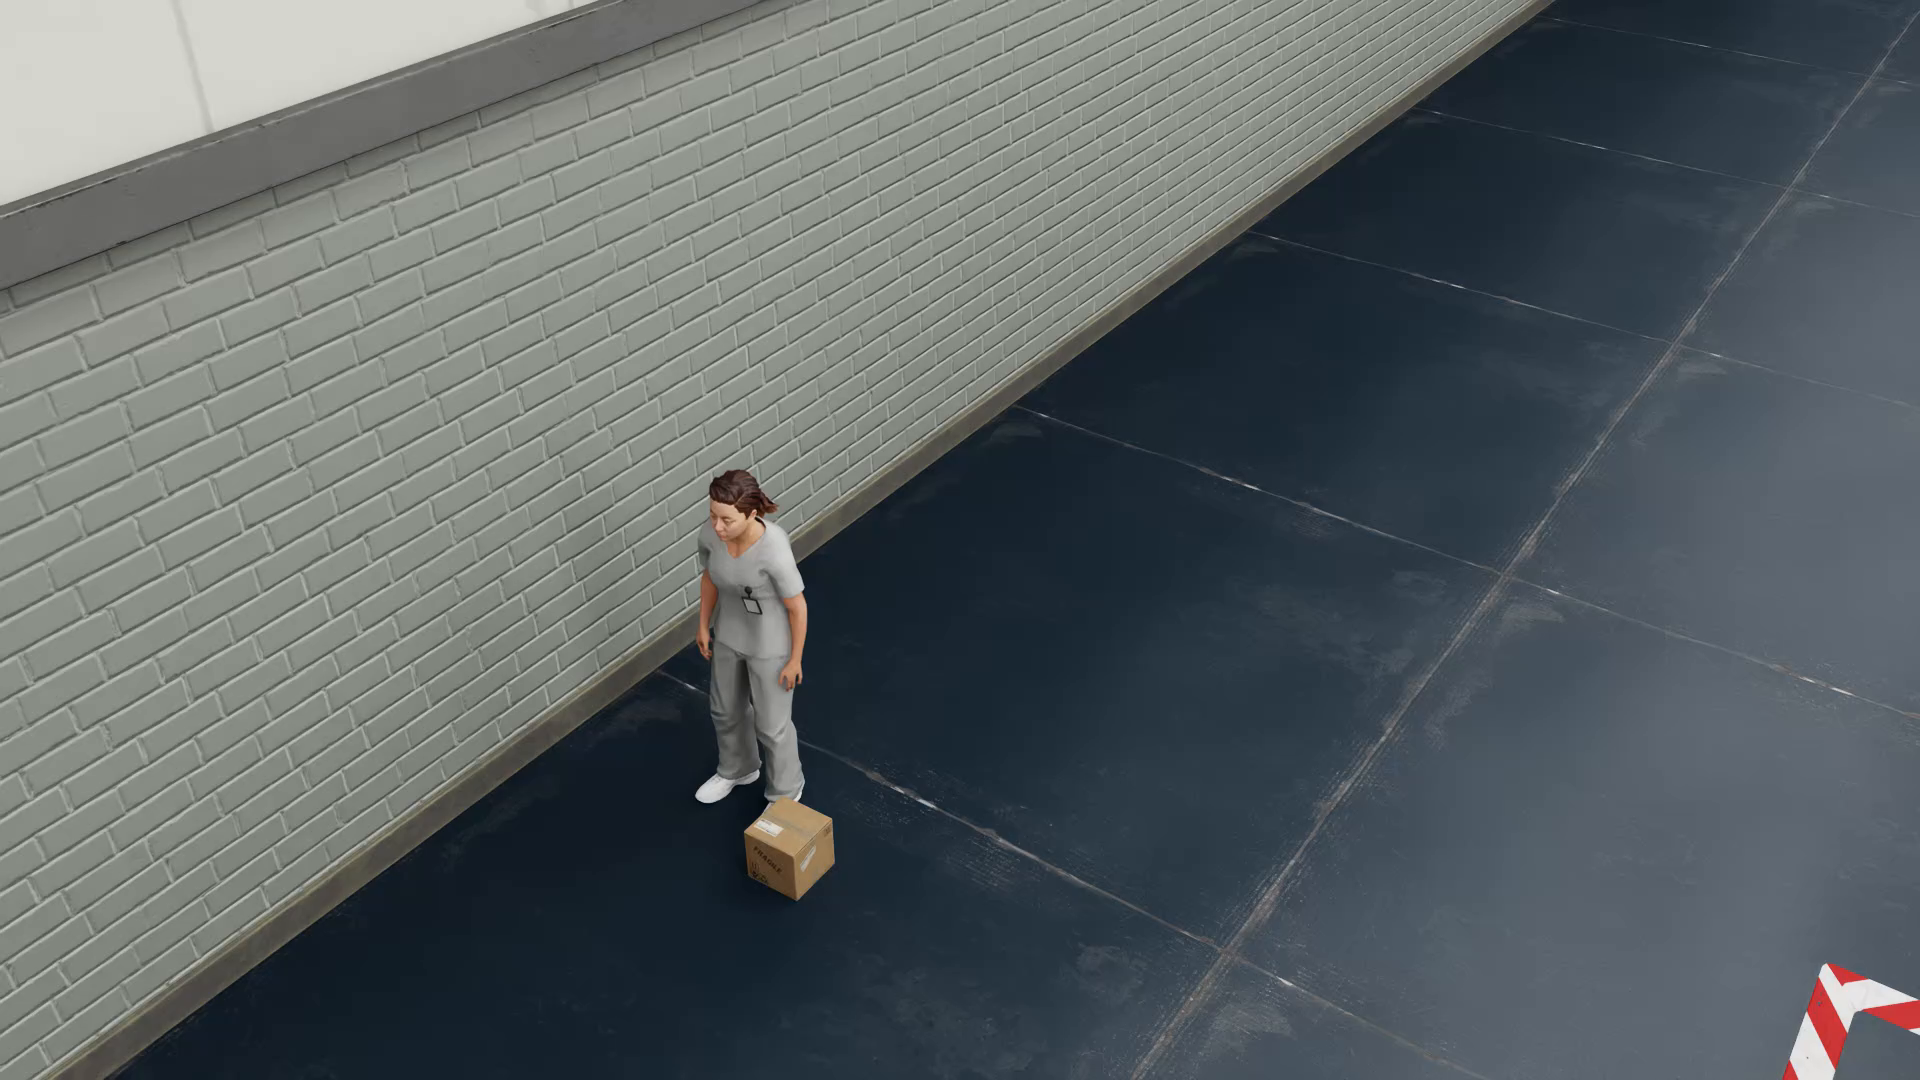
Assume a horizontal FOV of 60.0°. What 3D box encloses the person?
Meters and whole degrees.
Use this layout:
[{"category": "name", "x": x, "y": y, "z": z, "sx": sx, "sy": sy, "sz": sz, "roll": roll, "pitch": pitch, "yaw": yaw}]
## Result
[{"category": "person", "x": -0.825, "y": 0.418, "z": 6.552, "sx": 0.515, "sy": 1.662, "sz": 0.353, "roll": 19, "pitch": 39, "yaw": 25}]
